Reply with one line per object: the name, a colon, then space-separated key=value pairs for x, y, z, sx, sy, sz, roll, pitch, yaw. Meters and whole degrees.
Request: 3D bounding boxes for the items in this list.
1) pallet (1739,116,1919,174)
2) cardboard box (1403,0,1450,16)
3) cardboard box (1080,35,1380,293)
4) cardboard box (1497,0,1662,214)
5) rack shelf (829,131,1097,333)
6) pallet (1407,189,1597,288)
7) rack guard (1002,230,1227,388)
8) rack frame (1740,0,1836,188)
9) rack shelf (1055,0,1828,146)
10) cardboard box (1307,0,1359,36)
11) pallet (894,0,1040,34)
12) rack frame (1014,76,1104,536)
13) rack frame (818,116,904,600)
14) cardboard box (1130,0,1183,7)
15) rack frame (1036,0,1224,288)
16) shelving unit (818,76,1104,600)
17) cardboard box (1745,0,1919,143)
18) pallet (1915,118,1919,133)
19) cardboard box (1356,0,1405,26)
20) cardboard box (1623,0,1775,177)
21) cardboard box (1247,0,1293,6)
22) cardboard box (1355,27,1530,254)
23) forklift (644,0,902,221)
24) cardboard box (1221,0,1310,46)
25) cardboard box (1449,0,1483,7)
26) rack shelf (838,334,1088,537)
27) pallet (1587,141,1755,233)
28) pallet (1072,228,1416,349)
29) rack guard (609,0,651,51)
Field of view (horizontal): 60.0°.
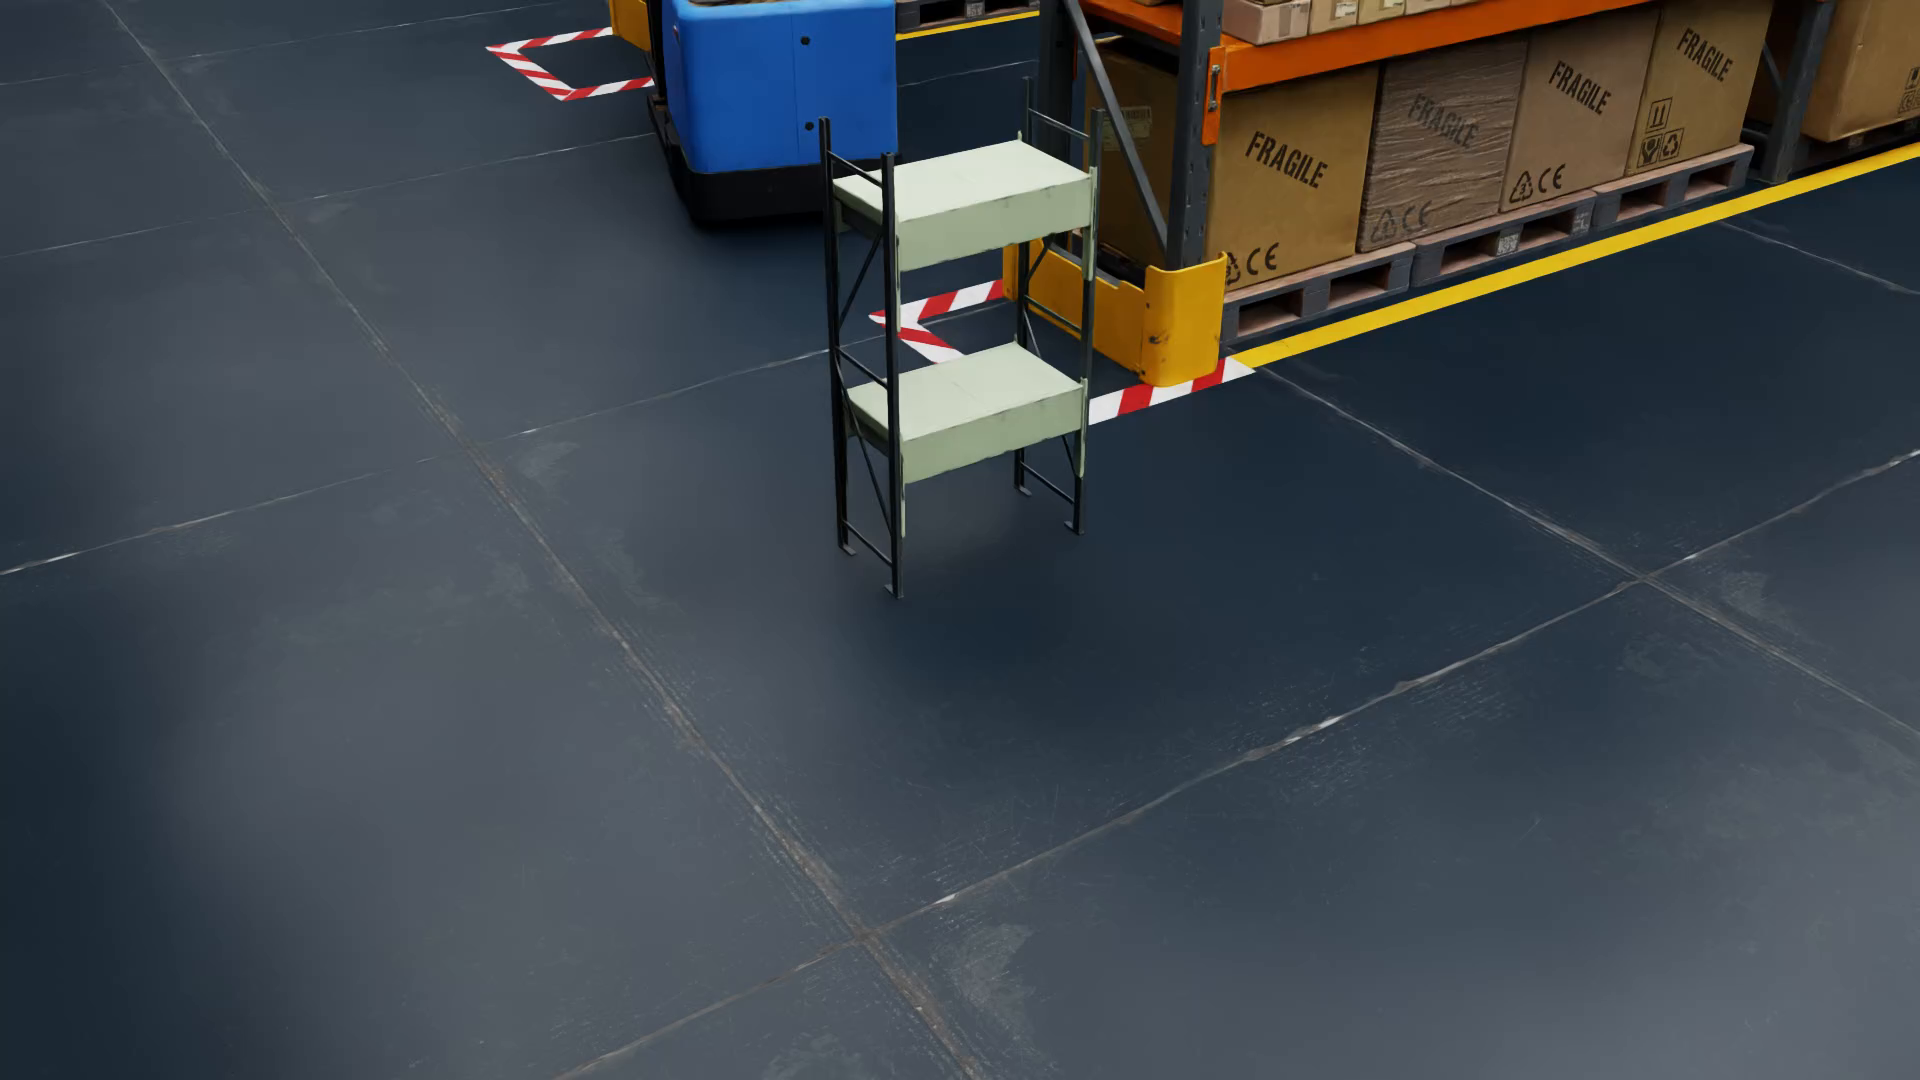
pallet: x=4.617 y=-2.424 z=9.395 sx=1.213 sy=0.211 sz=1.003 roll=-19 pitch=37 yaw=-27
cardboard box: x=1.773 y=-2.264 z=6.762 sx=0.250 sy=0.149 sz=0.380 roll=-20 pitch=37 yaw=-28
cardboard box: x=1.142 y=-1.690 z=7.216 sx=0.875 sy=0.875 sz=0.875 roll=-19 pitch=37 yaw=-27
cardboard box: x=2.655 y=-2.210 z=8.041 sx=0.875 sy=0.875 sz=0.875 roll=-19 pitch=37 yaw=-27
rack shelf: x=0.006 y=-0.966 z=5.145 sx=0.720 sy=0.370 sz=0.431 roll=-19 pitch=37 yaw=-27
pallet: x=2.301 y=-1.628 z=8.132 sx=1.213 sy=0.211 sz=1.003 roll=-19 pitch=37 yaw=-27
rack guard: x=0.627 y=-1.126 z=7.067 sx=0.348 sy=0.500 sz=1.175 roll=-19 pitch=37 yaw=-27
rack frame: x=4.009 y=-3.347 z=8.244 sx=0.127 sy=3.000 sz=1.000 roll=-19 pitch=37 yaw=-27
rack shelf: x=2.328 y=-2.464 z=7.519 sx=4.000 sy=0.370 sz=1.077 roll=-19 pitch=37 yaw=-27
cardboard box: x=1.339 y=-2.113 z=6.524 sx=0.250 sy=0.149 sz=0.380 roll=-20 pitch=37 yaw=-28
pallet: x=-0.165 y=-3.856 z=11.665 sx=1.213 sy=0.211 sz=1.003 roll=-19 pitch=37 yaw=-27
rack frame: x=0.313 y=-0.742 z=5.521 sx=0.023 sy=1.500 sz=0.400 roll=-19 pitch=37 yaw=-27
rack frame: x=-0.302 y=-0.530 z=5.185 sx=0.023 sy=1.500 sz=0.400 roll=-19 pitch=37 yaw=-27
cardboard box: x=0.768 y=-2.335 z=6.875 sx=0.250 sy=0.149 sz=0.380 roll=-18 pitch=37 yaw=-26
rack frame: x=0.647 y=-2.190 z=6.411 sx=0.127 sy=3.000 sz=1.000 roll=-19 pitch=37 yaw=-27
shelving unit: x=0.006 y=-0.636 z=5.353 sx=0.755 sy=1.500 sz=0.431 roll=-19 pitch=37 yaw=-27
cardboard box: x=4.536 y=-2.820 z=9.006 sx=0.875 sy=0.875 sz=1.225 roll=-19 pitch=37 yaw=-27
pallet: x=5.643 y=-2.779 z=9.957 sx=1.213 sy=0.211 sz=1.003 roll=-19 pitch=37 yaw=-27
cardboard box: x=1.554 y=-2.188 z=6.642 sx=0.250 sy=0.149 sz=0.380 roll=-20 pitch=37 yaw=-28
cardboard box: x=3.411 y=-2.471 z=8.453 sx=0.875 sy=0.875 sz=0.875 roll=-19 pitch=37 yaw=-27
cardboard box: x=1.197 y=-2.270 z=6.399 sx=0.500 sy=0.250 sz=0.500 roll=-20 pitch=37 yaw=-28
cardboard box: x=1.907 y=-1.953 z=7.633 sx=0.875 sy=0.875 sz=0.875 roll=-19 pitch=37 yaw=-27
forklift: x=-1.165 y=-3.565 z=8.655 sx=1.130 sy=2.935 sz=3.031 roll=-8 pitch=33 yaw=-13
cardboard box: x=1.124 y=-2.039 z=6.406 sx=0.250 sy=0.149 sz=0.380 roll=-19 pitch=37 yaw=-27
cardboard box: x=1.987 y=-2.337 z=6.878 sx=0.250 sy=0.149 sz=0.380 roll=-20 pitch=37 yaw=-28
rack shelf: x=0.006 y=-0.361 z=5.527 sx=0.720 sy=0.370 sz=0.431 roll=-19 pitch=37 yaw=-27
pallet: x=3.328 y=-1.982 z=8.695 sx=1.213 sy=0.211 sz=1.003 roll=-19 pitch=37 yaw=-27
pallet: x=1.277 y=-1.277 z=7.577 sx=1.213 sy=0.211 sz=1.003 roll=-19 pitch=37 yaw=-27
rack guard: x=-1.891 y=-3.408 z=10.685 sx=0.348 sy=0.500 sz=1.175 roll=-19 pitch=37 yaw=-27
